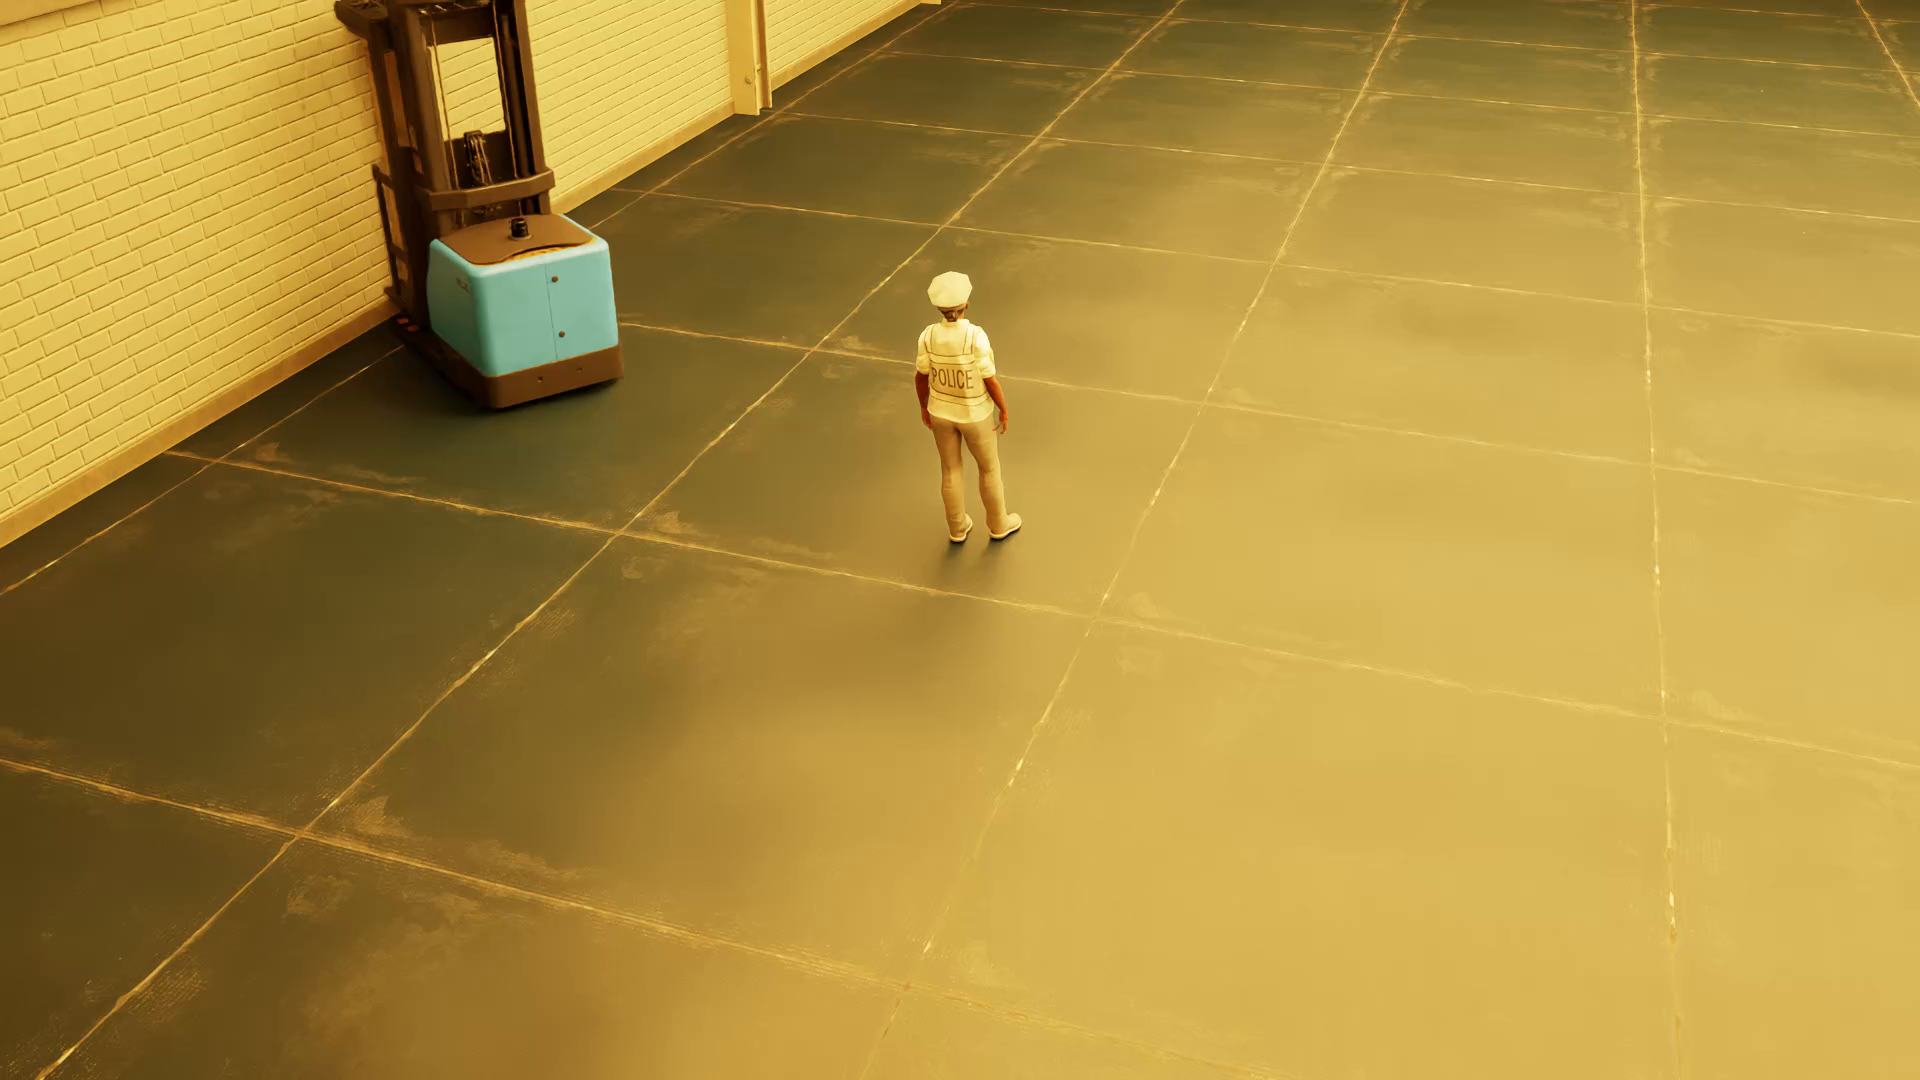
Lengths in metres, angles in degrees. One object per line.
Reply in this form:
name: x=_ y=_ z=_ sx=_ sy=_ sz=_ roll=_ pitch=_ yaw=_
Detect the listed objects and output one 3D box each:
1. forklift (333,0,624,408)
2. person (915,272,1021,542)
forklift: x=-3.714 y=-2.864 z=12.160 sx=1.130 sy=2.935 sz=3.031 roll=-20 pitch=35 yaw=-31
person: x=0.043 y=-0.773 z=9.729 sx=0.569 sy=1.692 sz=0.530 roll=10 pitch=31 yaw=16
